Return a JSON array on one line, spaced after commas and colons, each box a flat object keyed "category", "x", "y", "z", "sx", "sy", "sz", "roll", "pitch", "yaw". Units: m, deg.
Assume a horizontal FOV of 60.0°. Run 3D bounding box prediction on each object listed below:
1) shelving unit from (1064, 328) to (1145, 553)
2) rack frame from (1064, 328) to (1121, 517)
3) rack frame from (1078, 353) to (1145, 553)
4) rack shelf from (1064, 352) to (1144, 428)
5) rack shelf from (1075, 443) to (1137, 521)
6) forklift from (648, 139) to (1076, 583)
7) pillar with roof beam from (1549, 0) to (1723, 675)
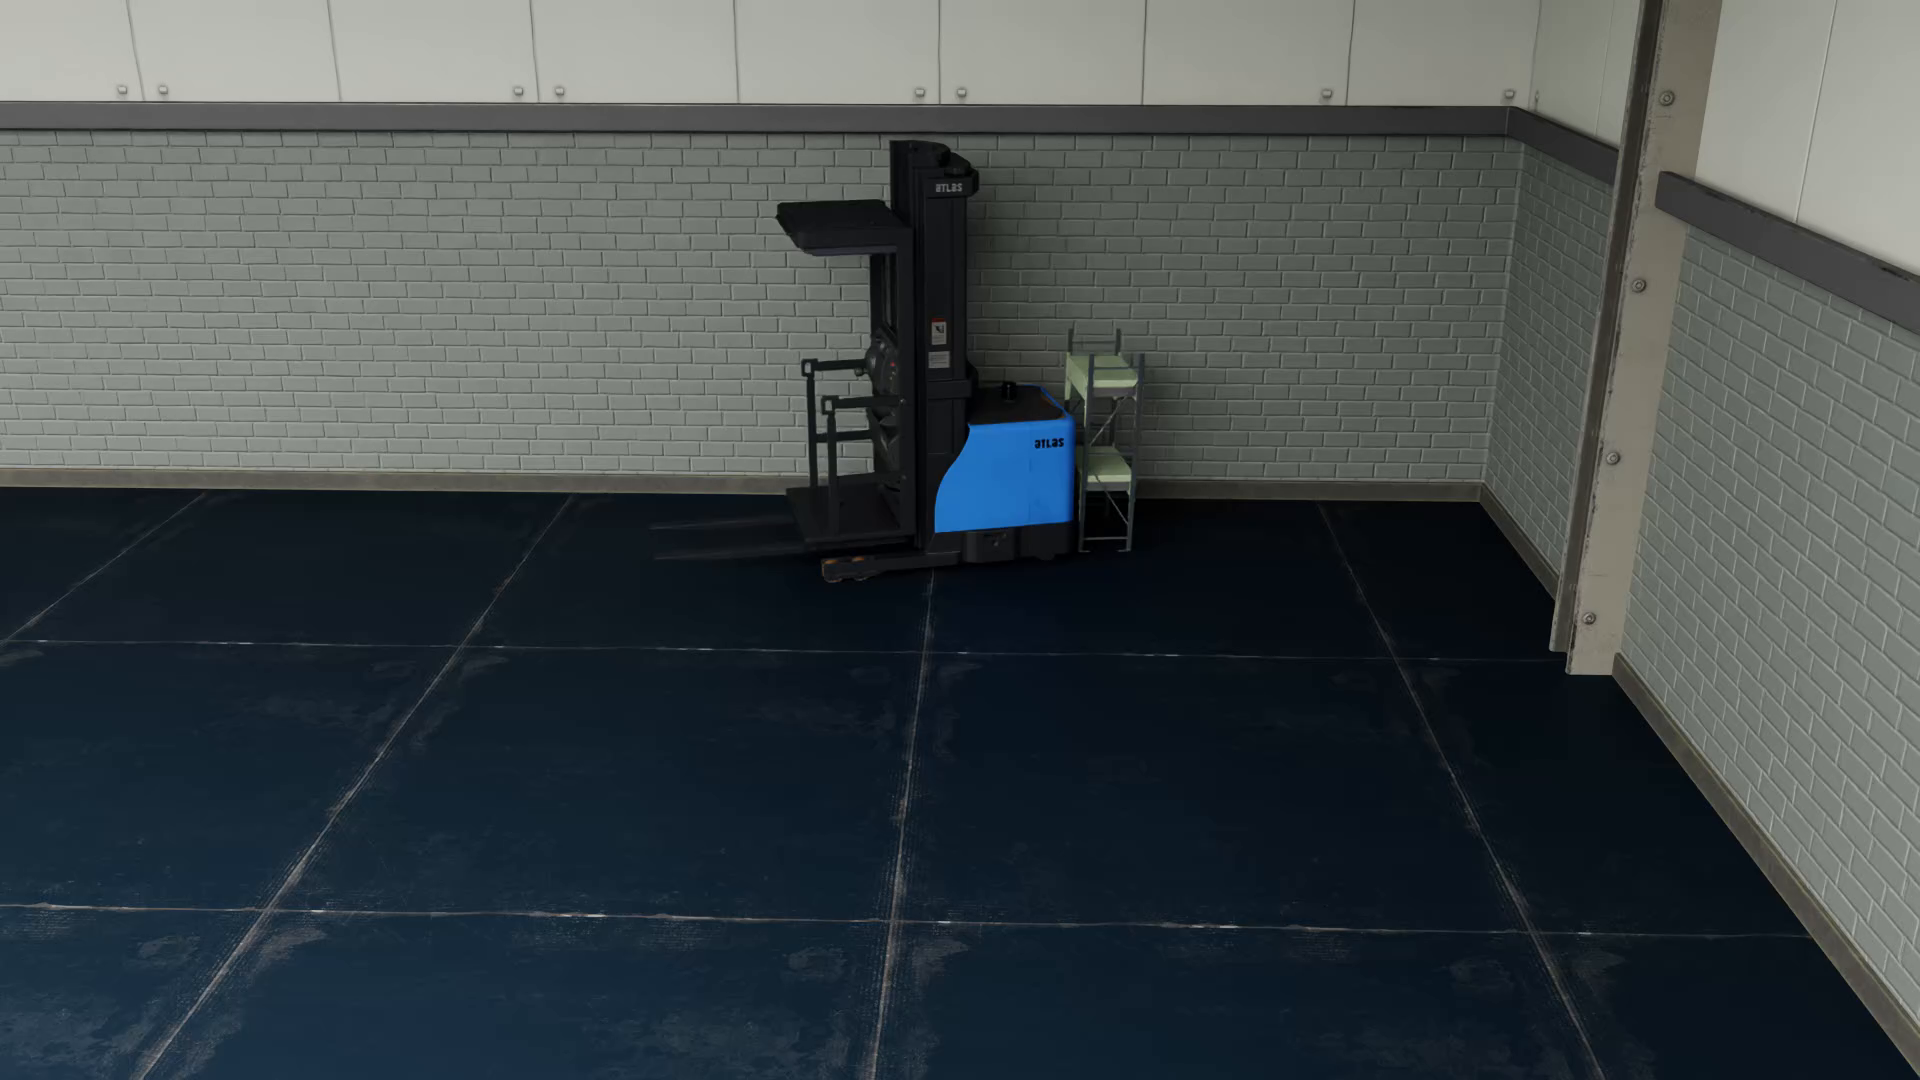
[{"category": "shelving unit", "x": 1.038, "y": -0.747, "z": 12.362, "sx": 0.431, "sy": 1.500, "sz": 0.755, "roll": -1, "pitch": 21, "yaw": -8}, {"category": "rack frame", "x": 0.987, "y": -0.878, "z": 12.700, "sx": 0.400, "sy": 1.500, "sz": 0.023, "roll": -1, "pitch": 21, "yaw": -8}, {"category": "rack frame", "x": 1.089, "y": -0.616, "z": 12.024, "sx": 0.400, "sy": 1.500, "sz": 0.023, "roll": -1, "pitch": 21, "yaw": -8}, {"category": "rack shelf", "x": 1.050, "y": -1.111, "z": 12.222, "sx": 0.431, "sy": 0.370, "sz": 0.720, "roll": -1, "pitch": 21, "yaw": -8}, {"category": "rack shelf", "x": 1.028, "y": -0.443, "z": 12.479, "sx": 0.431, "sy": 0.370, "sz": 0.720, "roll": -1, "pitch": 21, "yaw": -8}, {"category": "forklift", "x": -0.733, "y": -1.271, "z": 11.752, "sx": 3.031, "sy": 2.935, "sz": 1.130, "roll": -5, "pitch": 22, "yaw": -12}, {"category": "pillar with roof beam", "x": -0.353, "y": -3.475, "z": 9.046, "sx": 9.100, "sy": 9.000, "sz": 0.400, "roll": 1, "pitch": 21, "yaw": 2}]
